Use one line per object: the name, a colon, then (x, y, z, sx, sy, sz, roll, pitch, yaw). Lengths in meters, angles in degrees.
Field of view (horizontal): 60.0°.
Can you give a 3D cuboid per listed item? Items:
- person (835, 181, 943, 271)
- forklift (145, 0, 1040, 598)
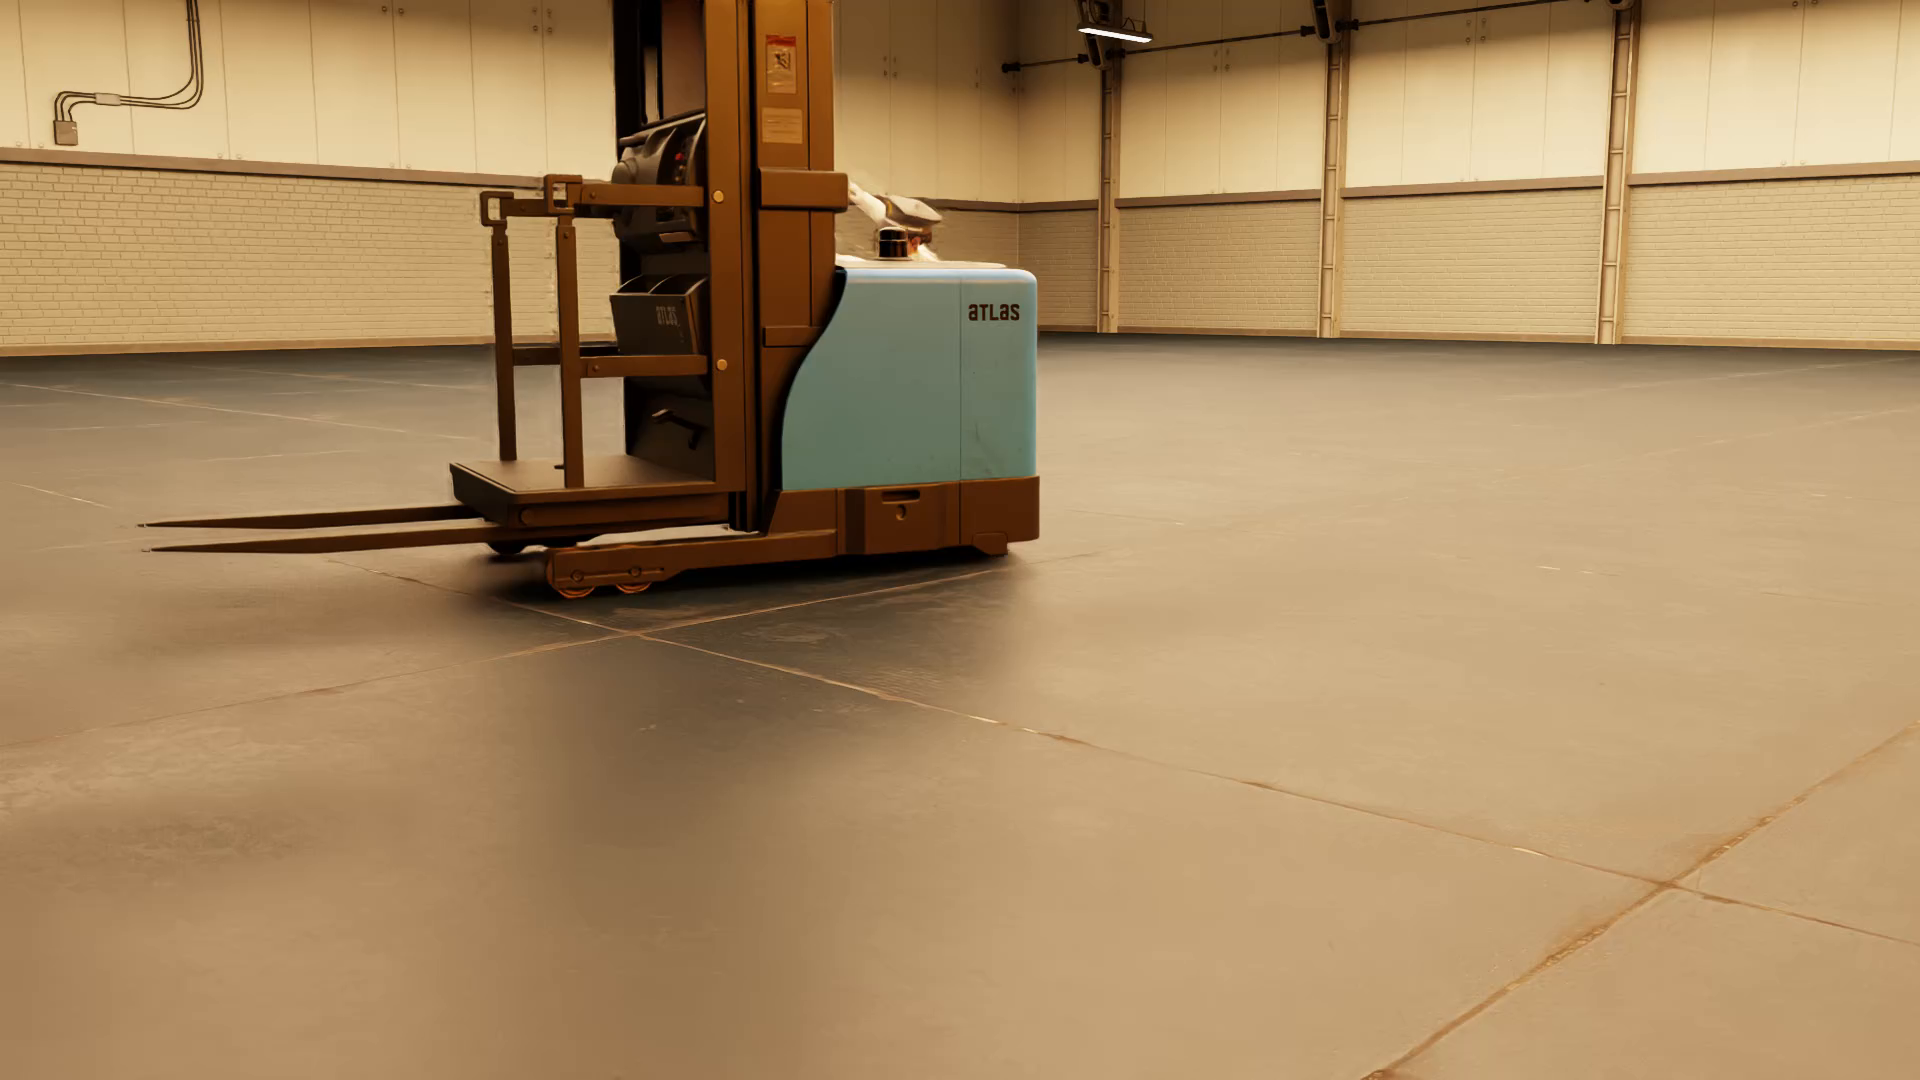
person: (-0.568, -0.778, 7.041, 0.825, 1.493, 1.003, 7, 11, 38)
forklift: (-1.250, -1.347, 5.820, 3.031, 2.935, 1.130, -4, 10, -27)
